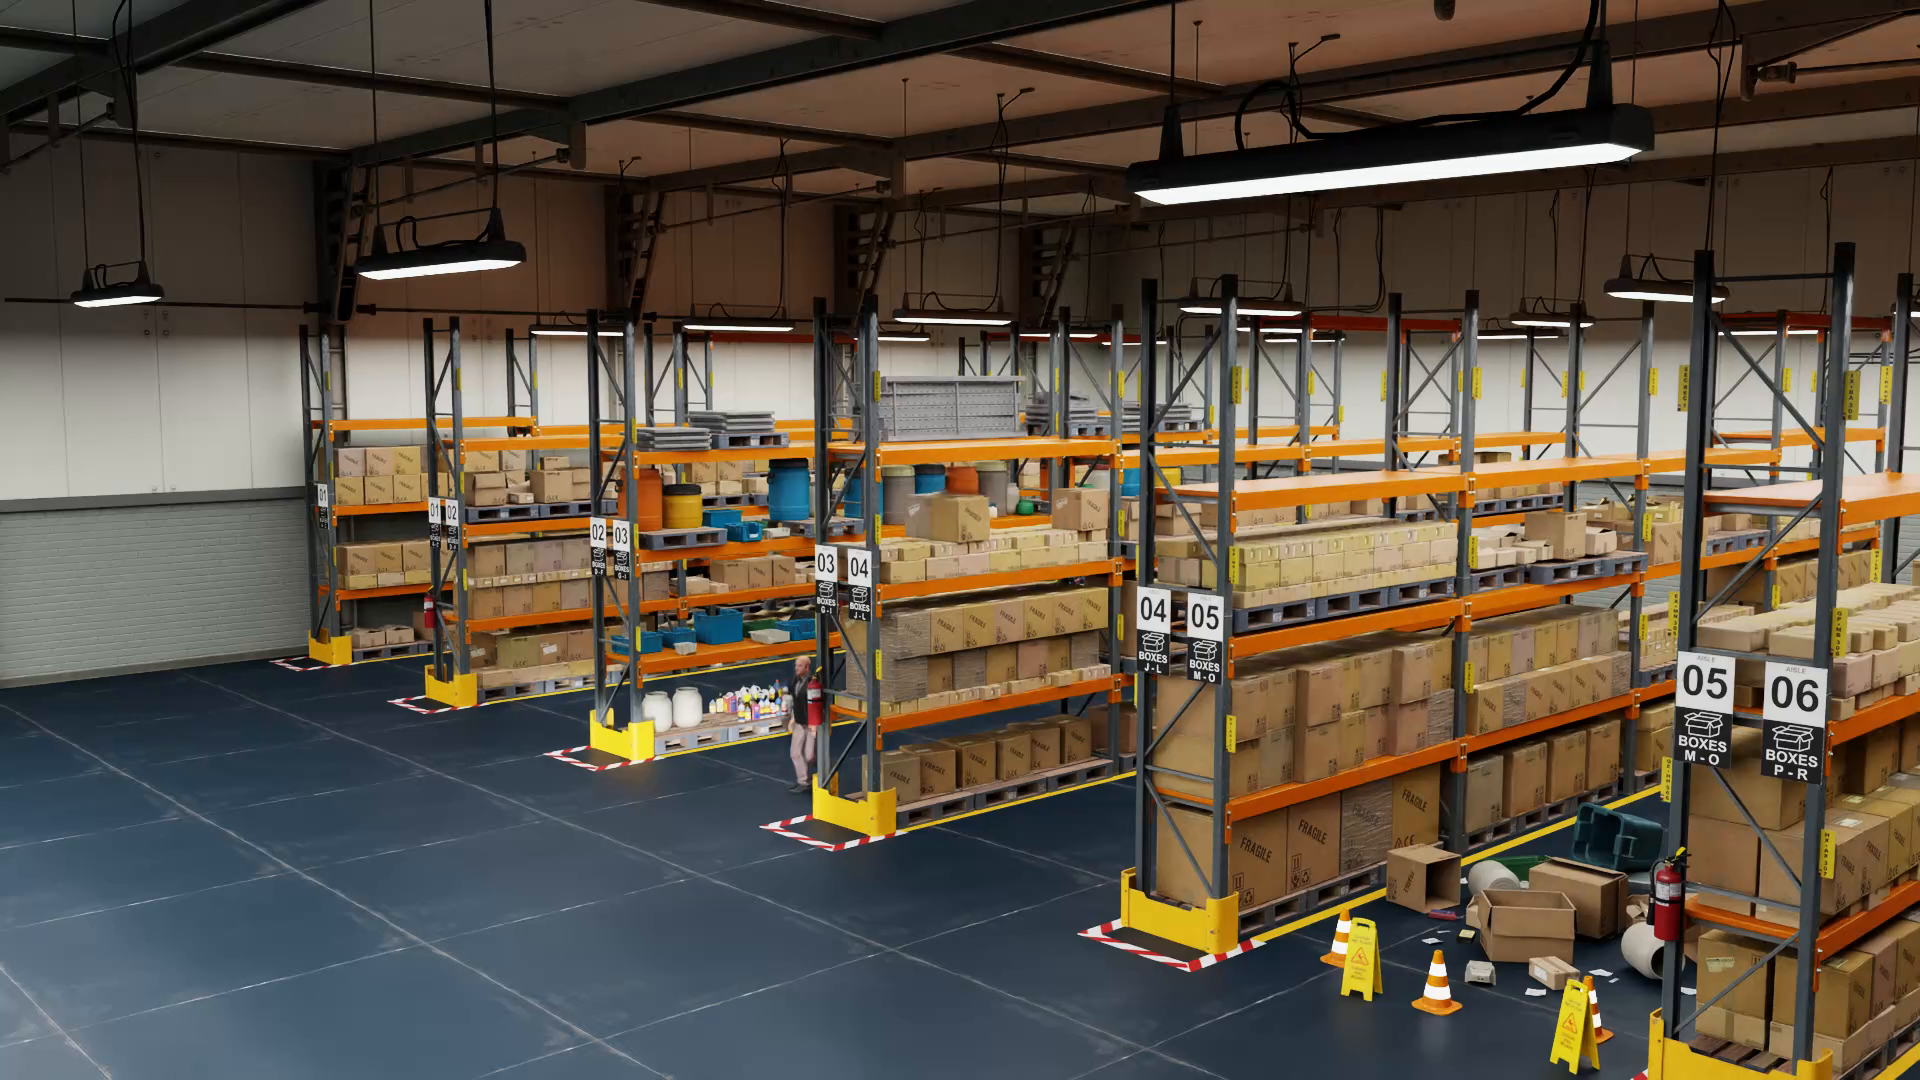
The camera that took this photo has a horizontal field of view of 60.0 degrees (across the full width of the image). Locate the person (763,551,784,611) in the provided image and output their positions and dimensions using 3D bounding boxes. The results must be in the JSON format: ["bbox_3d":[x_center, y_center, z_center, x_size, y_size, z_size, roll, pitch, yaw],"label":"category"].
[{"bbox_3d":[-3.726,1.000,33.031,1.045,1.621,0.431,-5,8,-43],"label":"person"}]

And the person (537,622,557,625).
[{"bbox_3d":[-7.338,1.373,29.608,0.537,1.580,1.059,4,7,32],"label":"person"}]

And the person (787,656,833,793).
[{"bbox_3d":[-1.829,2.258,20.525,0.601,1.708,0.633,-6,8,-44],"label":"person"}]
